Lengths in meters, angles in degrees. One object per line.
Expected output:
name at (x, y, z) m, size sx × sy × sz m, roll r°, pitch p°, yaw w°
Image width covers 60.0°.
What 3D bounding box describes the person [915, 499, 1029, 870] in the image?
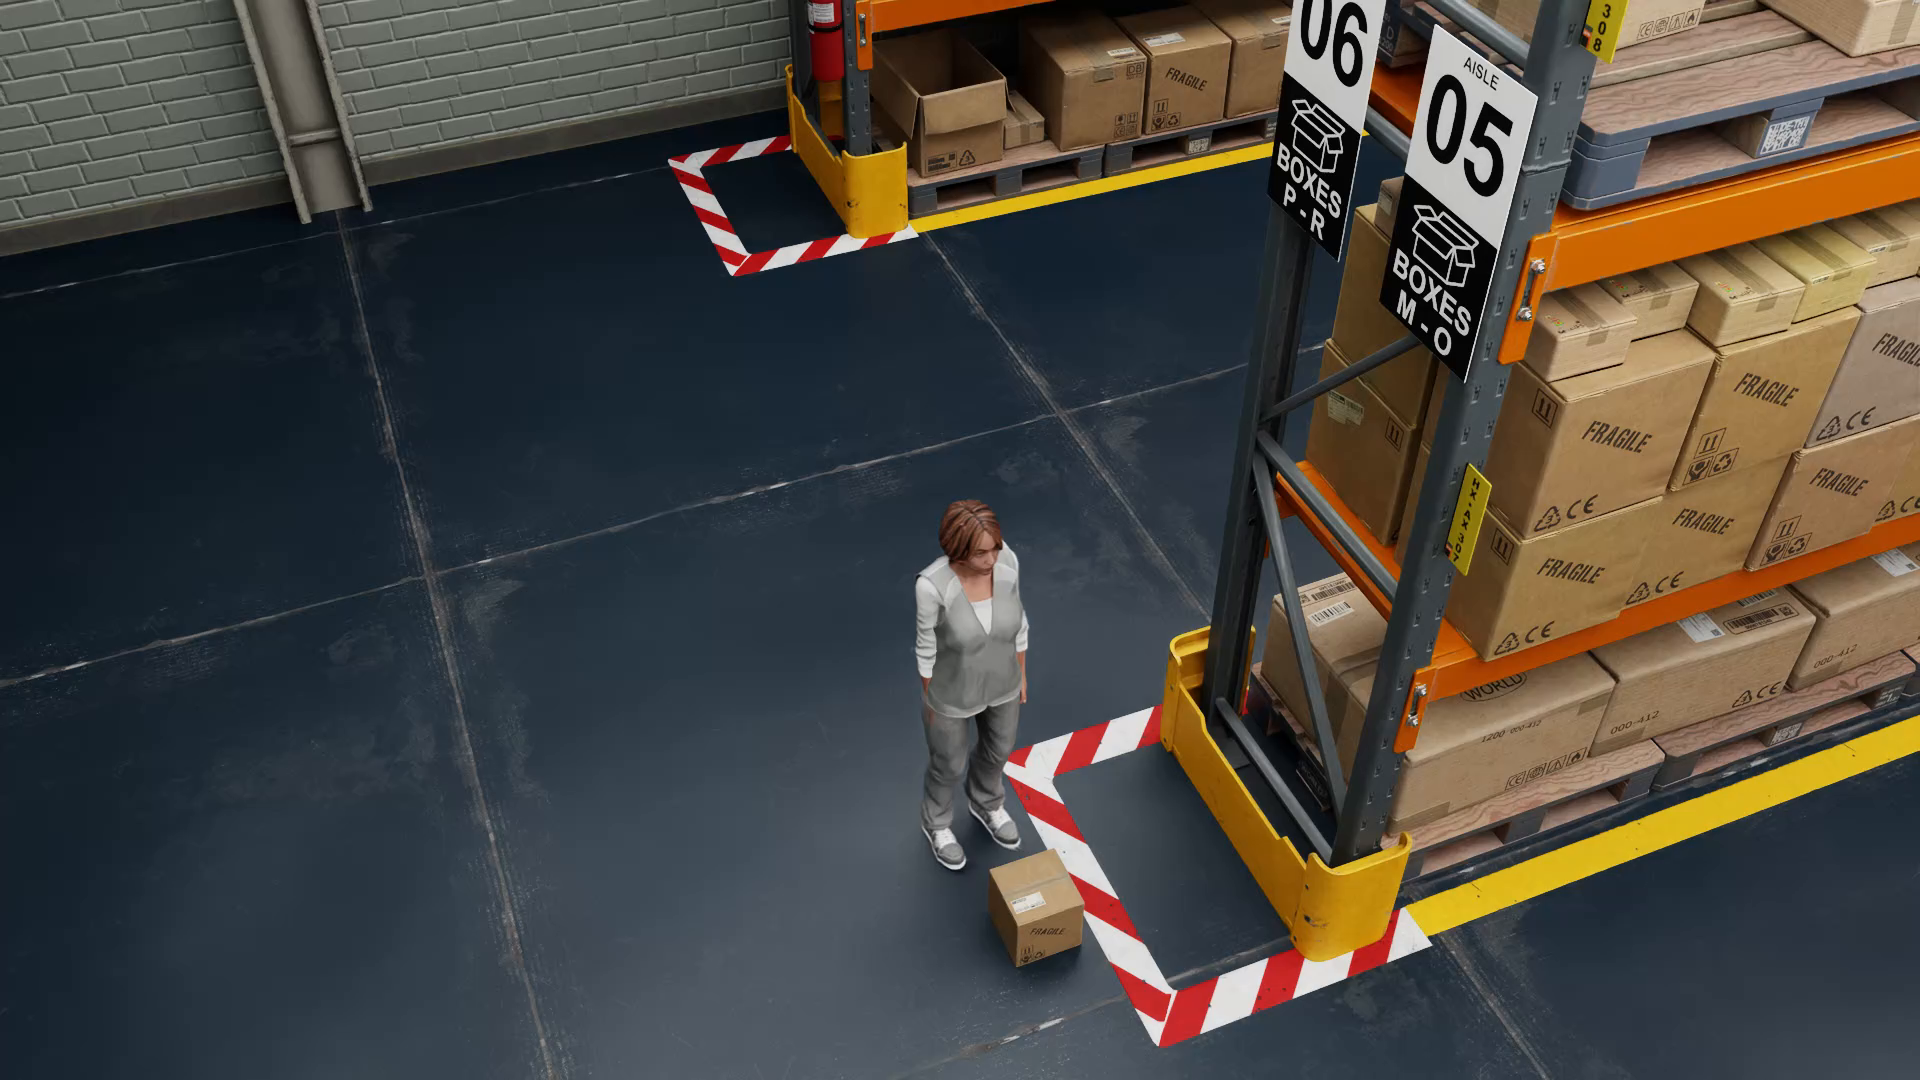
person at (0.046, 0.495, 5.630) m, size 0.406 × 1.604 × 0.309 m, roll -19°, pitch 46°, yaw -20°
